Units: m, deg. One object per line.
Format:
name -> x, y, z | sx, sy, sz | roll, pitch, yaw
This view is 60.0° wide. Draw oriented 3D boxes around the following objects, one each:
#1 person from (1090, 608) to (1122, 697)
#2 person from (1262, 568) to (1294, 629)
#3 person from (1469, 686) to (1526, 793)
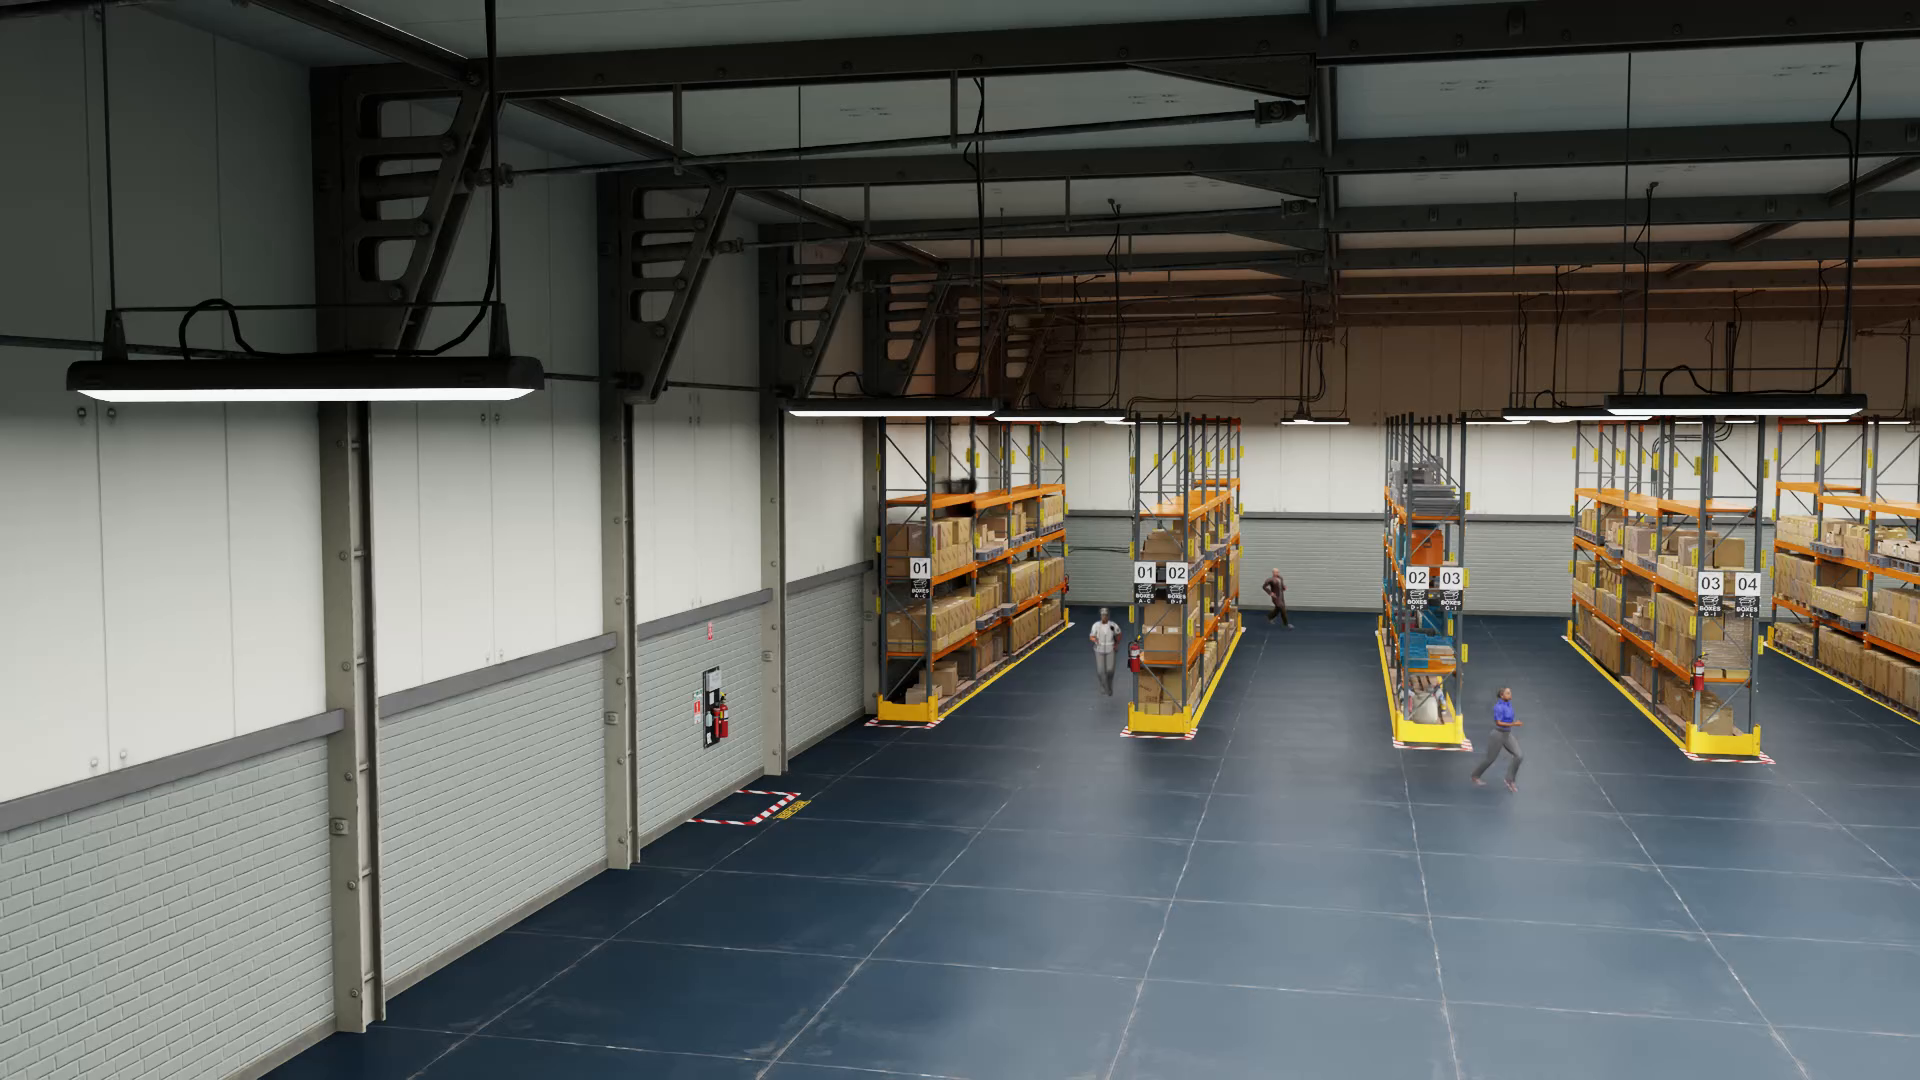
person -> 2.964, 2.296, 33.863 | 0.648, 1.829, 0.613 | 0, 4, 5
person -> 8.960, 1.656, 47.346 | 0.717, 1.741, 1.005 | -4, 5, -43
person -> 8.514, 3.131, 26.201 | 0.586, 1.693, 0.880 | -4, 5, -43
